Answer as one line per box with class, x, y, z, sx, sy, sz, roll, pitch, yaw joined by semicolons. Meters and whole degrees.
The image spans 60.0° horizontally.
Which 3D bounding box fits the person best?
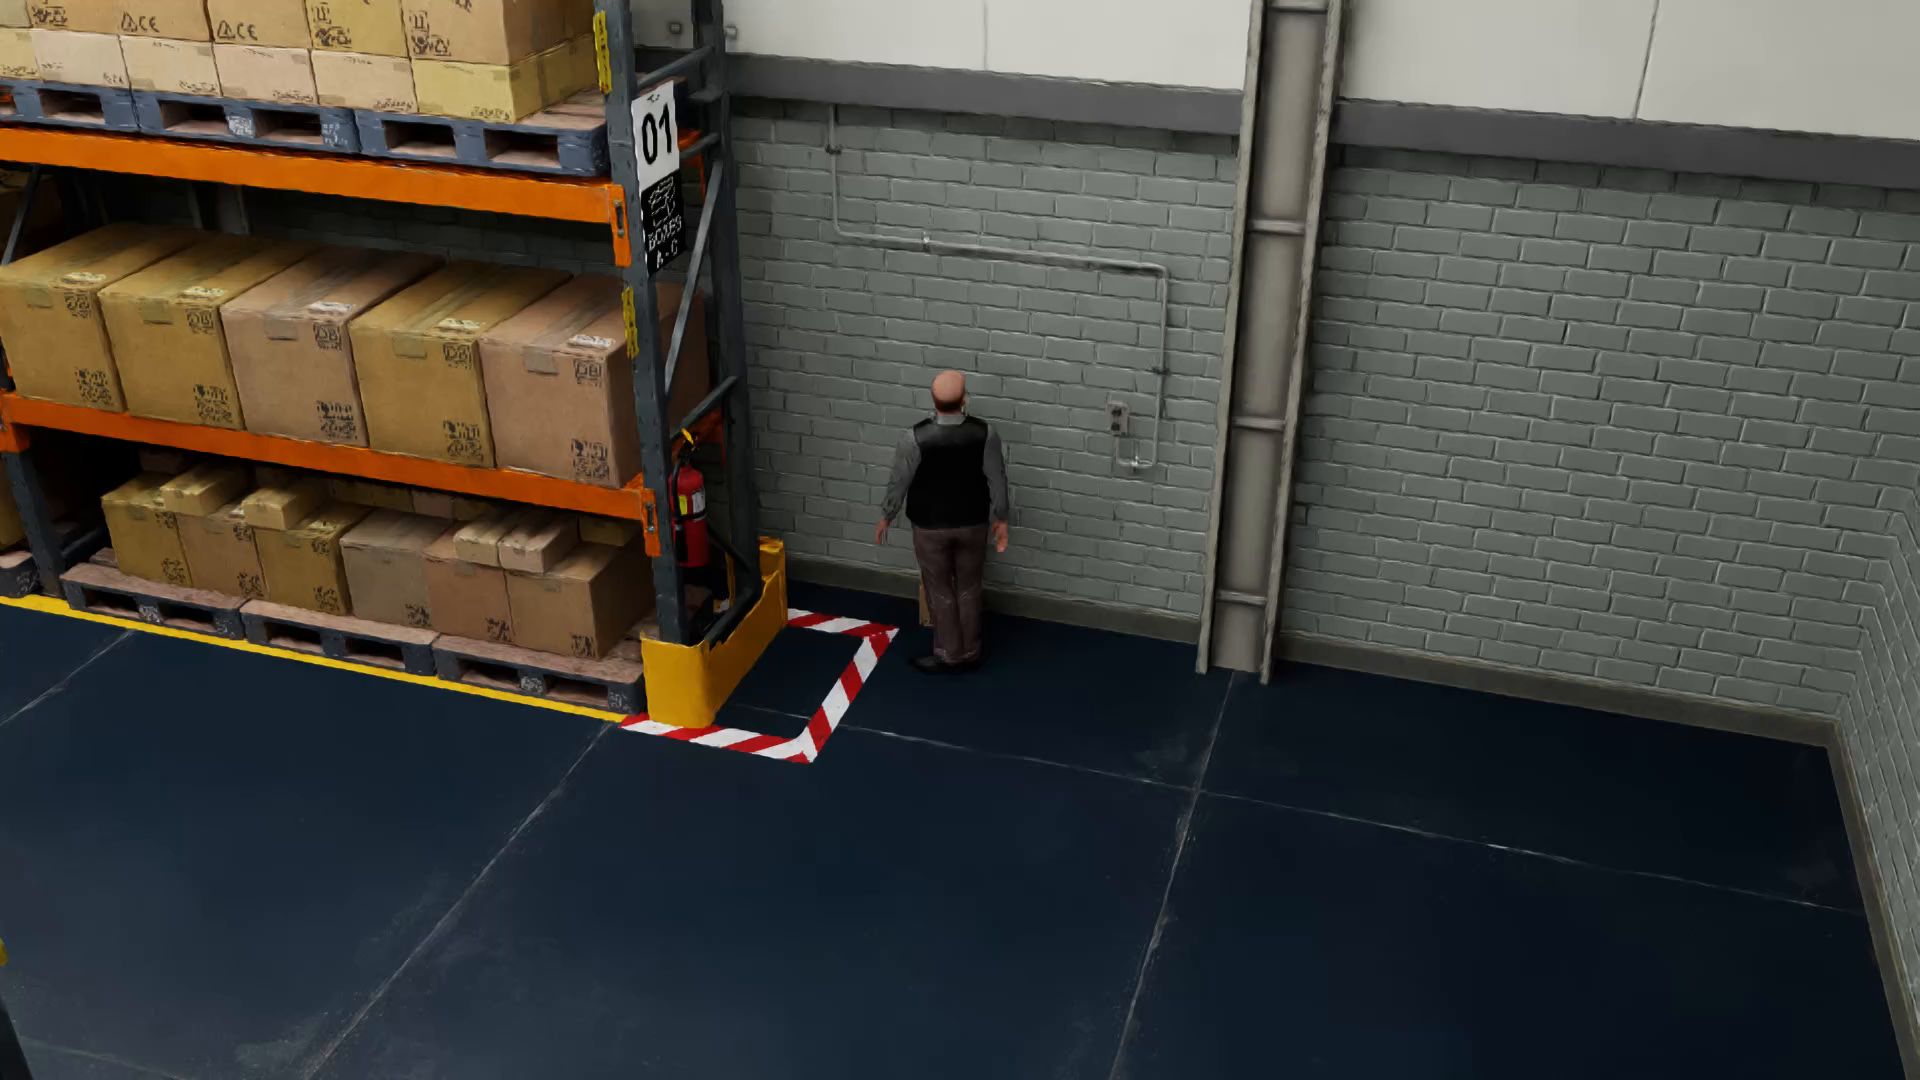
person;-0.097;-0.091;8.664;0.678;1.725;0.353;-6;30;-10
